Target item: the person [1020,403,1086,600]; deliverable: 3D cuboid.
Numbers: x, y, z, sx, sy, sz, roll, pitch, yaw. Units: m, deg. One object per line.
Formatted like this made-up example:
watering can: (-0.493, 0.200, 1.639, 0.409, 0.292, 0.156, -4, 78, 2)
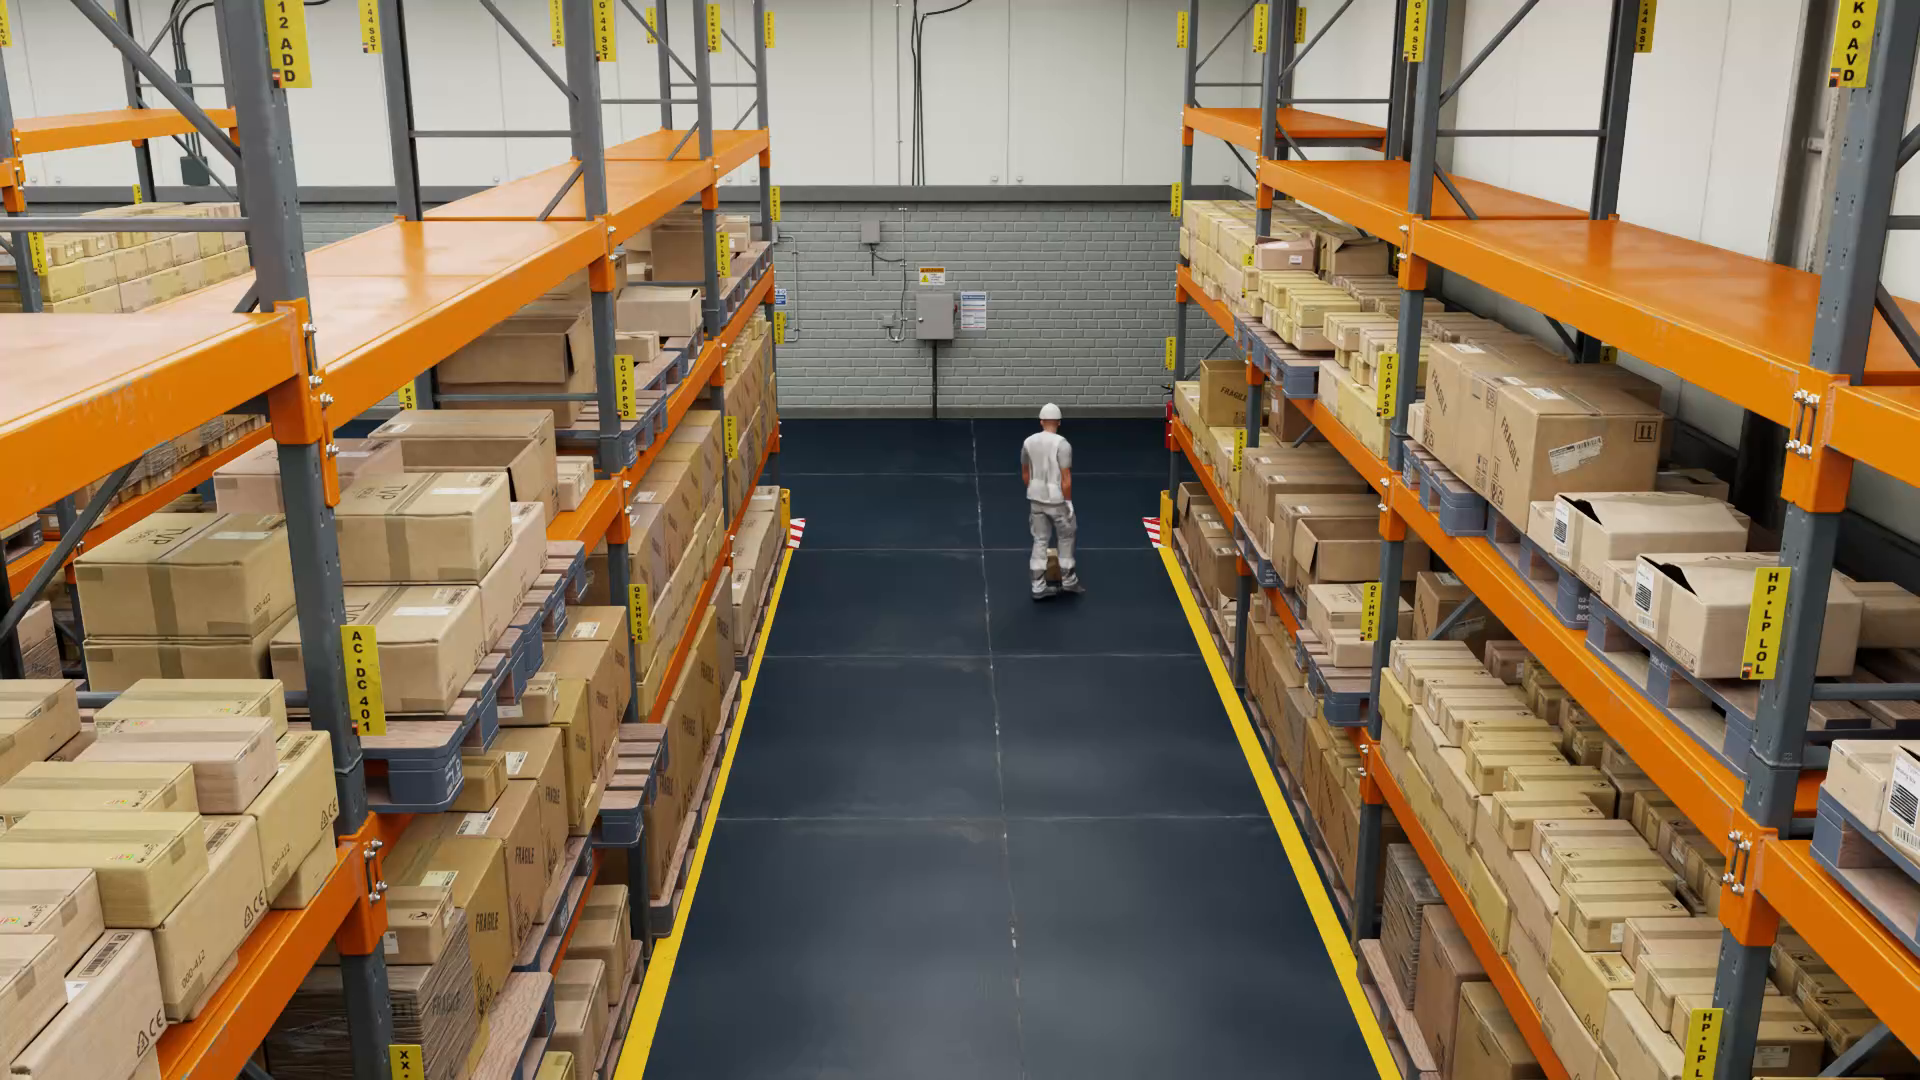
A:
person: (0.855, -0.341, 15.157, 0.601, 1.830, 0.605, 11, 20, 33)
